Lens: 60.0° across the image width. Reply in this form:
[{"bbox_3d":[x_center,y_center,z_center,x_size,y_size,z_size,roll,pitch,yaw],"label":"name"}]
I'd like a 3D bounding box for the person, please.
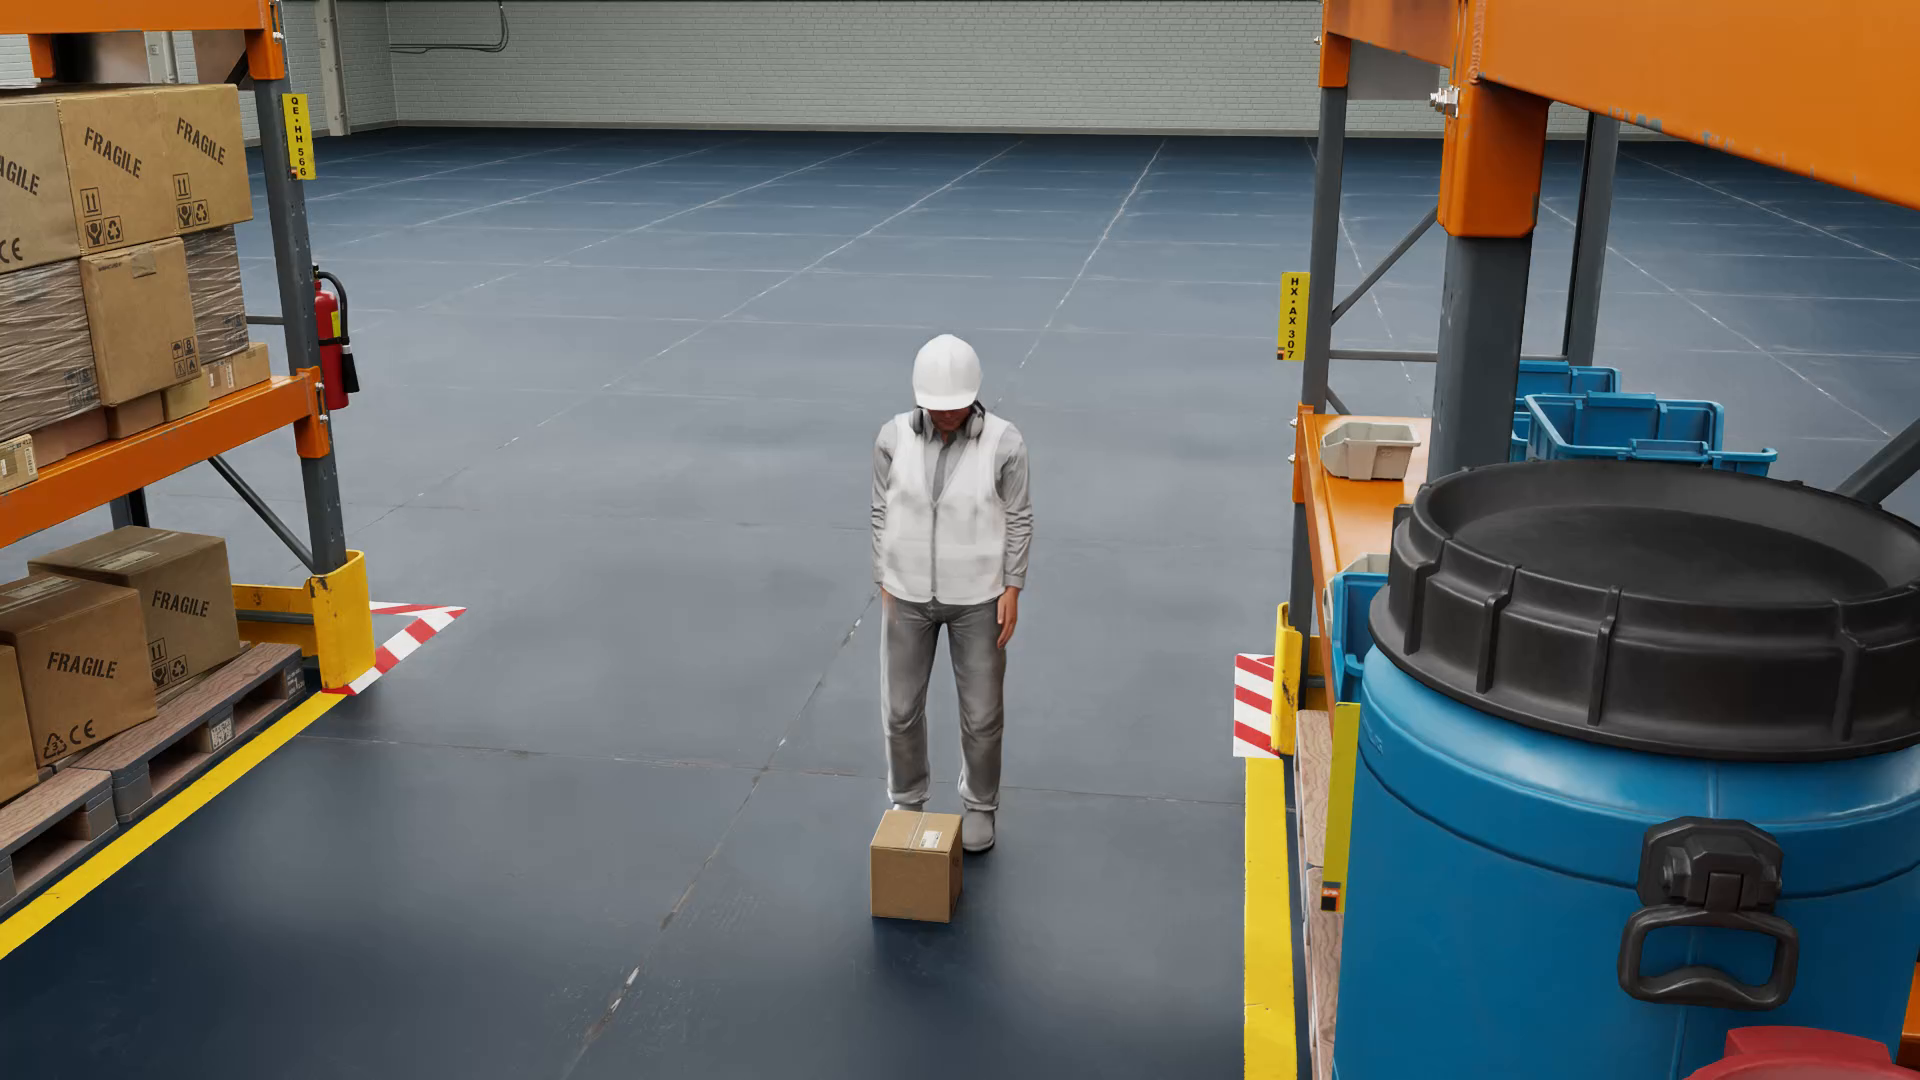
[{"bbox_3d":[-0.031,0.179,5.498,0.543,1.754,0.400,3,18,10],"label":"person"}]
